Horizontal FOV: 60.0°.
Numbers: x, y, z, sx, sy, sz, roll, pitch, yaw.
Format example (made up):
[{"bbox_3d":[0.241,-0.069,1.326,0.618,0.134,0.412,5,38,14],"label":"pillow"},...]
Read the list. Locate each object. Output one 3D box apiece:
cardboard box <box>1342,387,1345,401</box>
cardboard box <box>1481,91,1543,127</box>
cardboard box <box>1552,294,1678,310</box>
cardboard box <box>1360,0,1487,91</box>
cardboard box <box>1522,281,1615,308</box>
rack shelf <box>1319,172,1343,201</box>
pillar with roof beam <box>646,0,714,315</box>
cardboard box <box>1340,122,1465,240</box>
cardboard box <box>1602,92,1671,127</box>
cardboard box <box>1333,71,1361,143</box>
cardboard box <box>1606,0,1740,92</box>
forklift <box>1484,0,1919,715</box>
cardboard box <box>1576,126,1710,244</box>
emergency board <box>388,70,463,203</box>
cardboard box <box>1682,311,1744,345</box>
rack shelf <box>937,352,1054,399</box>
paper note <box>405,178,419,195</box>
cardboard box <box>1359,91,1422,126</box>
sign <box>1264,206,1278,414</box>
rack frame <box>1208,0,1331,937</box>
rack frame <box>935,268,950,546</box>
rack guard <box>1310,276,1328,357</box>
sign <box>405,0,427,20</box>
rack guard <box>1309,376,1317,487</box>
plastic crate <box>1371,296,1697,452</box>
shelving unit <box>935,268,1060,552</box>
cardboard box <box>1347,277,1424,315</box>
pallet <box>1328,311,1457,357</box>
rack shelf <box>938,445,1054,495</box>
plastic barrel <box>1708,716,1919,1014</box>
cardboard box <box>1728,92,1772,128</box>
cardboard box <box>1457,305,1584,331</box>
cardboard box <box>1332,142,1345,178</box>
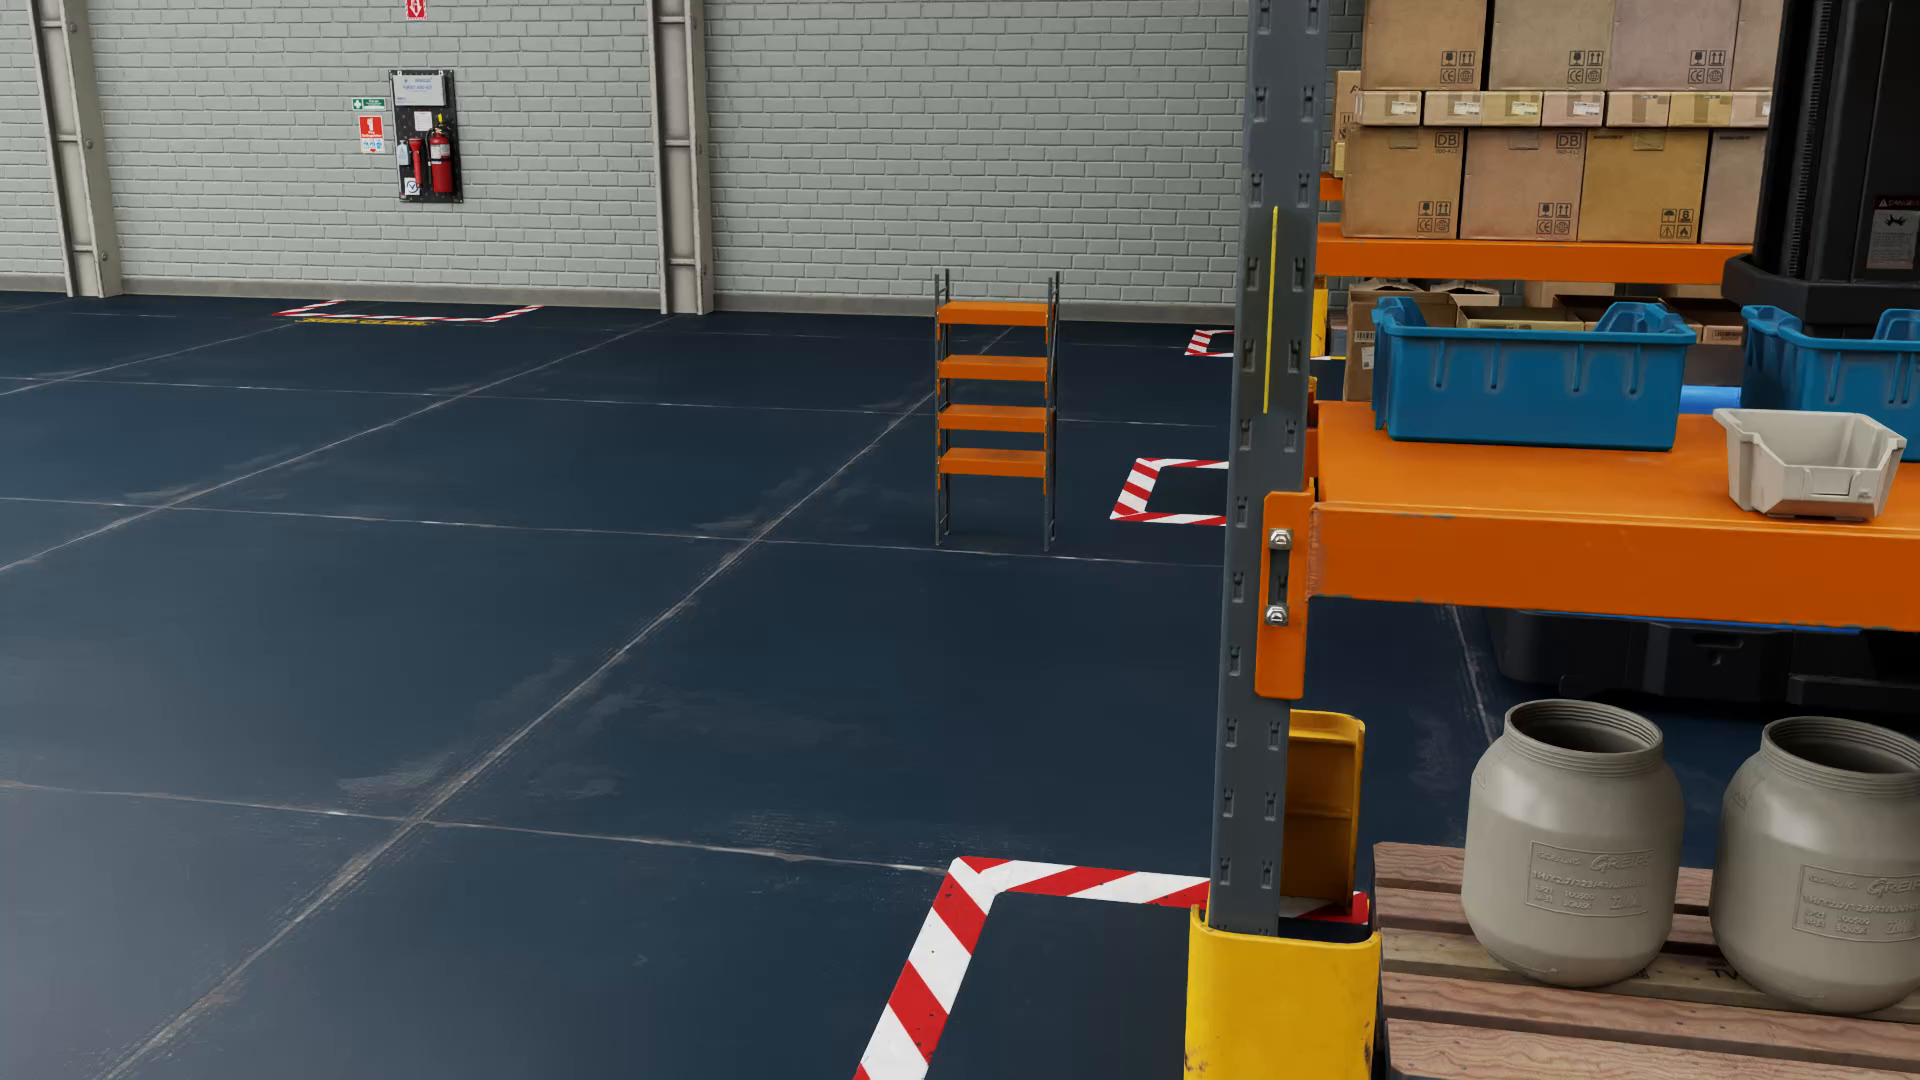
[{"bbox_3d":[2.194,-0.605,8.422,0.500,0.250,0.500,3,16,11],"label":"cardboard box"},{"bbox_3d":[2.455,-1.936,7.459,0.250,0.149,0.380,3,16,11],"label":"cardboard box"},{"bbox_3d":[3.177,-0.918,8.145,0.500,0.500,0.500,3,16,11],"label":"cardboard box"},{"bbox_3d":[2.116,-2.322,7.636,0.500,0.500,0.700,3,16,11],"label":"cardboard box"},{"bbox_3d":[4.521,-1.840,12.373,0.500,0.500,0.700,2,16,8],"label":"cardboard box"},{"bbox_3d":[4.553,-2.522,12.326,4.000,0.370,1.077,3,16,11],"label":"rack shelf"},{"bbox_3d":[-3.286,-5.248,9.582,0.400,9.000,9.100,3,16,11],"label":"pillar with roof beam"},{"bbox_3d":[2.064,-1.699,7.820,0.500,0.500,0.700,3,16,11],"label":"cardboard box"},{"bbox_3d":[2.963,-1.908,7.359,0.250,0.149,0.380,3,16,9],"label":"cardboard box"},{"bbox_3d":[3.001,-3.170,12.155,0.500,0.500,0.500,3,16,11],"label":"cardboard box"},{"bbox_3d":[3.127,-2.268,7.444,0.500,0.500,0.700,3,16,11],"label":"cardboard box"},{"bbox_3d":[3.396,-0.921,5.327,3.031,2.935,1.130,3,16,12],"label":"forklift"},{"bbox_3d":[3.065,-1.645,7.622,0.500,0.500,0.700,3,16,11],"label":"cardboard box"},{"bbox_3d":[-4.842,-3.625,14.959,0.643,1.169,0.194,3,16,11],"label":"emergency board"},{"bbox_3d":[3.560,-0.751,7.542,0.500,0.500,0.500,3,16,11],"label":"cardboard box"},{"bbox_3d":[0.162,-0.720,7.258,0.480,0.148,0.258,3,16,11],"label":"rack shelf"},{"bbox_3d":[-5.002,-3.228,15.176,0.142,0.148,0.016,3,16,11],"label":"paper note"},{"bbox_3d":[1.951,-1.963,7.556,0.250,0.149,0.380,3,16,11],"label":"cardboard box"},{"bbox_3d":[0.505,-0.373,2.702,0.005,0.325,0.100,3,16,11],"label":"sign"},{"bbox_3d":[0.619,-0.384,3.258,0.127,3.000,1.000,3,16,11],"label":"rack frame"},{"bbox_3d":[-0.077,-0.582,7.347,0.015,1.200,0.240,3,16,11],"label":"rack frame"},{"bbox_3d":[2.667,-1.766,12.933,0.348,0.500,1.175,3,16,11],"label":"rack guard"},{"bbox_3d":[-4.830,-4.768,14.745,0.199,0.298,0.001,3,16,11],"label":"sign"},{"bbox_3d":[1.586,-0.476,8.273,0.348,0.500,1.175,3,16,11],"label":"rack guard"},{"bbox_3d":[1.169,-0.364,3.464,0.616,0.251,0.499,3,16,11],"label":"plastic crate"},{"bbox_3d":[0.162,-0.569,7.300,0.503,1.200,0.258,3,16,11],"label":"shelving unit"},{"bbox_3d":[3.253,-1.831,12.696,0.500,0.311,0.500,1,16,5],"label":"cardboard box"},{"bbox_3d":[3.456,-1.575,12.782,1.213,0.211,1.003,3,16,11],"label":"pallet"},{"bbox_3d":[0.162,-0.313,7.371,0.480,0.148,0.258,3,16,11],"label":"rack shelf"},{"bbox_3d":[1.770,0.655,3.383,0.421,0.512,0.421,0,15,0],"label":"plastic barrel"},{"bbox_3d":[3.457,-1.881,7.260,0.250,0.149,0.380,3,16,12],"label":"cardboard box"},{"bbox_3d":[2.581,-0.805,7.738,0.500,0.500,0.500,3,16,11],"label":"cardboard box"},{"bbox_3d":[3.008,-2.804,12.237,0.500,0.250,0.500,3,16,9],"label":"cardboard box"}]
